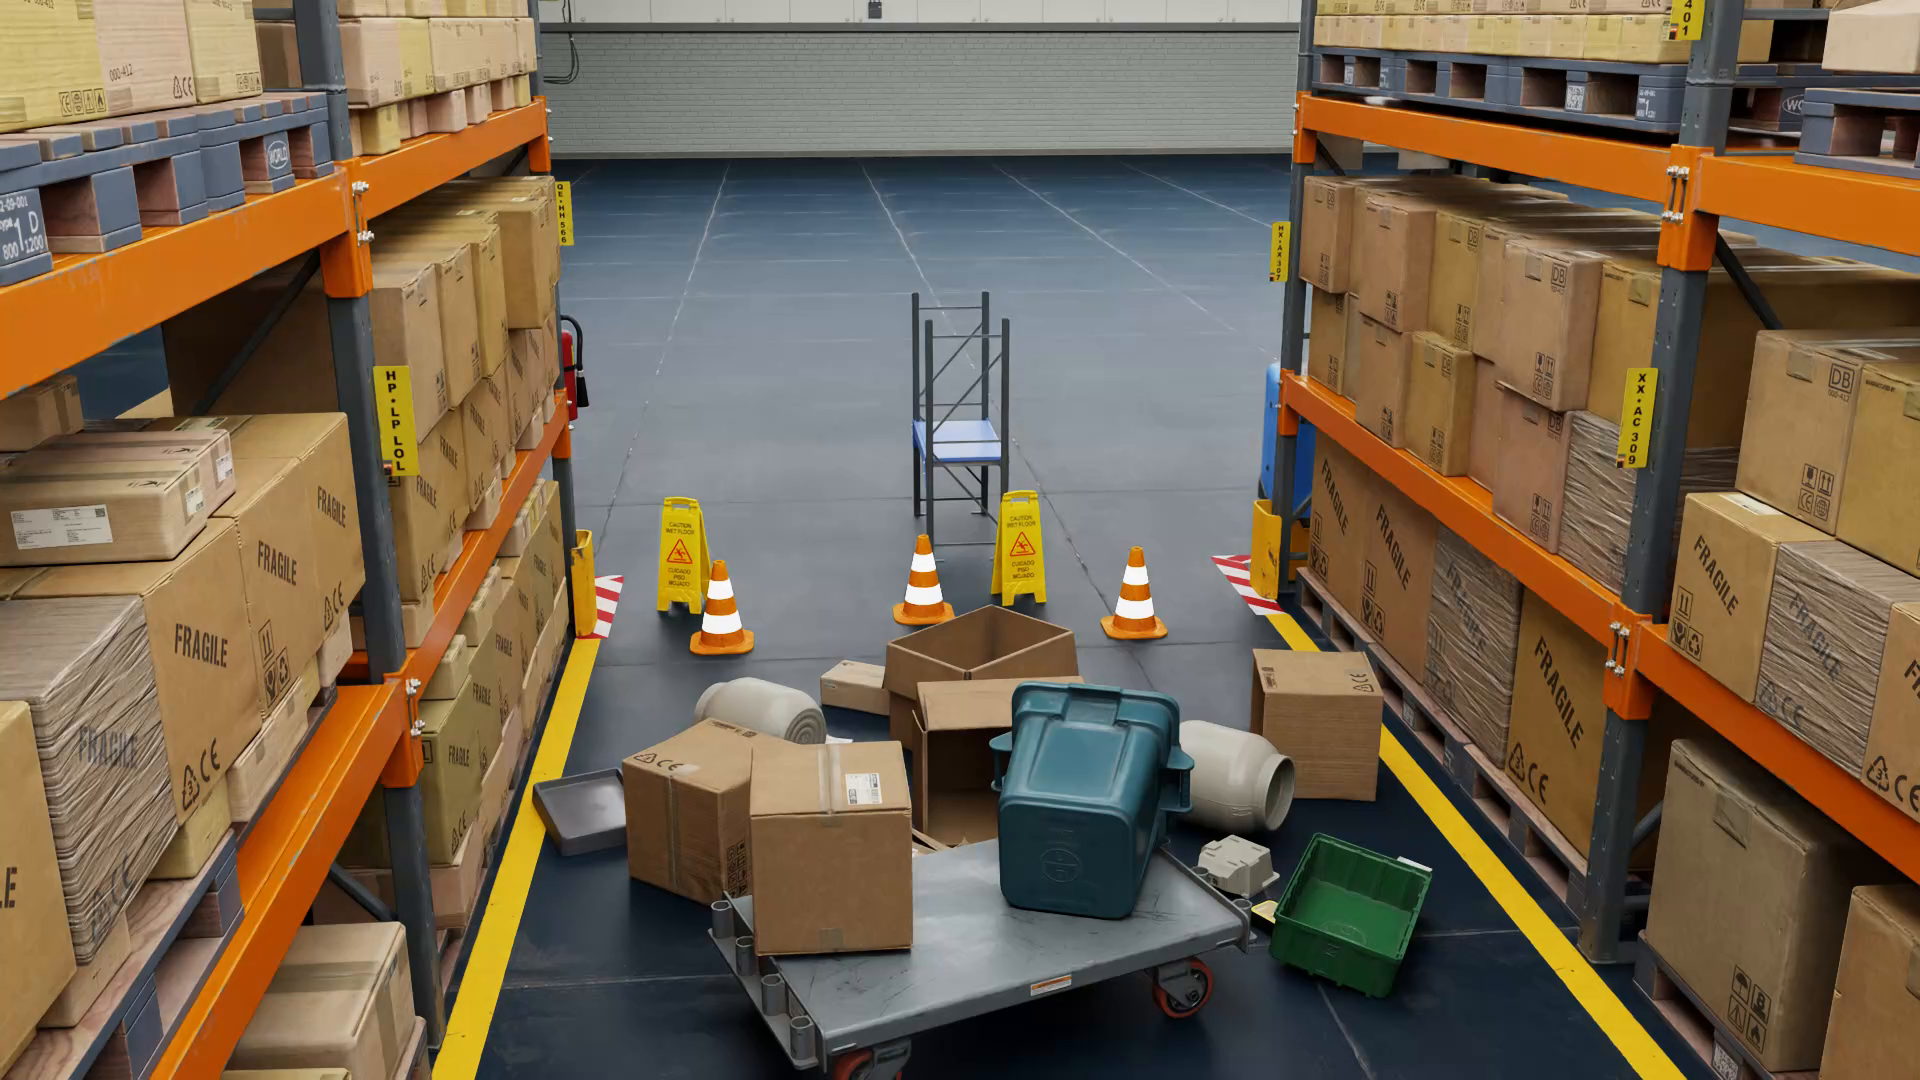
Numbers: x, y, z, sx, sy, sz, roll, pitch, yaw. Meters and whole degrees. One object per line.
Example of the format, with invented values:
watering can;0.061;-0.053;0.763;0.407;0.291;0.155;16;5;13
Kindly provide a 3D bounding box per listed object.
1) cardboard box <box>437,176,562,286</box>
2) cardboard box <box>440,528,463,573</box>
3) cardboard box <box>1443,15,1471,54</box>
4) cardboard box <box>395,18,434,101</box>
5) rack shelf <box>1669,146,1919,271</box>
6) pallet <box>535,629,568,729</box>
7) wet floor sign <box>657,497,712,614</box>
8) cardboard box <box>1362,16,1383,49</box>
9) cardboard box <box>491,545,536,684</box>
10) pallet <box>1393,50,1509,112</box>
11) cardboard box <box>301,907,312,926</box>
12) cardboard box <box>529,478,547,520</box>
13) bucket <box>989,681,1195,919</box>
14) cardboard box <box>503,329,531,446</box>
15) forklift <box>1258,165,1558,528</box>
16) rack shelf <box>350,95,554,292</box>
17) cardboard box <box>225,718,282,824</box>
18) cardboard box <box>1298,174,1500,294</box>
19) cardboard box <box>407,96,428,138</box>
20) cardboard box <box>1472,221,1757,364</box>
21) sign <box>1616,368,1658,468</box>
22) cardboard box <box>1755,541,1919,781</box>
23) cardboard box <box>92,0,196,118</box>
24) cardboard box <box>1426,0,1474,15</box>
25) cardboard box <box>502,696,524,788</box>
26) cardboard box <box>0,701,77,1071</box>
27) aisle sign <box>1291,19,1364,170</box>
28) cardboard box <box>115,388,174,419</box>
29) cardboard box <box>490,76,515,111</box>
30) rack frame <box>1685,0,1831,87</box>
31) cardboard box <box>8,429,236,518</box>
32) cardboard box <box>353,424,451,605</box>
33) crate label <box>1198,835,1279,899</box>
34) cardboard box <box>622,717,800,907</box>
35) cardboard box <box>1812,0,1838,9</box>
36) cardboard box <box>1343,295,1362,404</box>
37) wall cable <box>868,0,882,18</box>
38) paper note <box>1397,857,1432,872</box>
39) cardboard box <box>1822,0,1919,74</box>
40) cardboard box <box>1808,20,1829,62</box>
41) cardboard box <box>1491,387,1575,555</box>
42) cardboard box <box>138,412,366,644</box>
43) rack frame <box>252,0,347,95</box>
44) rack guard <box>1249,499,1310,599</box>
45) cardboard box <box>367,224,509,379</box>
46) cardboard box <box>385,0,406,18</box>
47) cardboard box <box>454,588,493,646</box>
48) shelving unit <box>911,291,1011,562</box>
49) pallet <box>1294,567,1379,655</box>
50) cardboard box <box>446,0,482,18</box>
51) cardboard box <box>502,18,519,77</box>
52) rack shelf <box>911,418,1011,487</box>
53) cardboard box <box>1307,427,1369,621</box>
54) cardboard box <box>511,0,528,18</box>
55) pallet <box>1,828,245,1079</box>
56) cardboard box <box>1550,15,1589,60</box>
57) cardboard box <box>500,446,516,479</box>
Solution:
cardboard box;-2.332;-1.487;8.073;0.700;0.500;0.500;-2;18;-7
cardboard box;-2.029;0.016;6.039;0.380;0.149;0.250;-1;17;-4
cardboard box;2.210;-2.070;6.805;0.380;0.149;0.250;-2;18;-6
cardboard box;-2.025;-1.568;5.411;0.500;0.250;0.500;-2;18;-6
rack shelf;2.930;-0.449;3.293;1.077;0.370;4.000;-2;18;-6
pallet;-2.546;0.630;8.316;1.003;0.211;1.213;-2;18;-6
wet floor sign;-1.558;0.068;9.384;0.267;0.644;0.232;4;18;13
cardboard box;2.106;-2.370;7.762;0.380;0.149;0.250;-2;18;-5
cardboard box;-2.158;0.325;7.273;0.500;0.500;0.500;-2;18;-7
pallet;2.527;-1.953;7.029;1.003;0.211;1.213;-2;18;-6
cardboard box;-2.518;1.170;5.833;0.500;0.250;0.500;-1;17;-3
cardboard box;-2.156;-0.184;7.808;0.380;0.149;0.250;-1;17;-4
bucket;0.416;0.910;5.697;0.726;0.611;0.620;4;28;13
cardboard box;-2.177;-0.704;7.247;0.500;0.500;0.500;-2;18;-6
forklift;3.443;-1.353;10.093;3.031;2.935;1.130;2;17;5
rack shelf;-2.396;-1.458;6.506;1.077;0.370;4.000;-2;18;-6
cardboard box;-1.760;0.521;3.728;0.380;0.149;0.250;-2;18;-5
cardboard box;2.311;-1.624;8.788;0.875;0.550;0.550;-2;18;-6
cardboard box;-2.088;-1.492;5.832;0.380;0.149;0.250;-2;18;-7
cardboard box;2.628;-0.980;6.738;0.875;0.550;0.550;-2;18;-6
sign;2.172;-0.390;5.335;0.100;0.325;0.005;-2;18;-6
cardboard box;2.563;0.311;4.513;0.500;0.500;0.500;-2;18;-5
cardboard box;-1.938;-1.013;3.439;0.500;0.250;0.500;-2;17;-5
cardboard box;2.263;-2.296;6.859;0.500;0.250;0.500;-2;18;-6
cardboard box;-2.106;0.837;6.893;0.500;0.250;0.500;-2;18;-6
cardboard box;-1.716;0.574;2.478;0.500;0.500;0.500;-1;17;-5
aisle sign;2.005;-2.401;8.977;0.394;0.787;0.004;-2;18;-6
cardboard box;-2.543;-0.241;5.775;0.500;0.500;0.500;-1;17;-4
cardboard box;-2.235;-2.026;7.534;0.380;0.149;0.250;-1;17;-4
rack frame;2.724;-2.819;4.634;1.000;3.000;0.127;-2;18;-6
cardboard box;-1.833;-0.138;3.661;0.380;0.149;0.250;-2;18;-7
cardboard box;-1.958;-0.103;5.335;0.500;0.500;0.500;-2;18;-6
crate label;1.061;1.259;6.438;0.250;0.136;0.298;16;24;42
cardboard box;-0.947;1.056;6.474;0.500;0.500;0.500;11;21;32
cardboard box;2.952;-1.861;5.475;0.500;0.250;0.500;-2;18;-5
cardboard box;2.473;-0.948;8.438;0.875;0.550;0.550;-2;18;-6
wall cable;-1.002;-15.206;38.411;2.305;6.003;0.169;-2;18;-6
paper note;1.753;1.287;6.526;0.142;0.020;0.147;16;24;42
cardboard box;2.537;-1.385;4.428;0.258;0.266;0.396;-2;18;-7
cardboard box;3.024;-1.635;5.422;0.380;0.149;0.250;-2;18;-7
cardboard box;2.594;-0.301;6.379;0.875;0.550;0.550;-2;18;-6
cardboard box;-1.914;-0.033;4.411;0.500;0.500;0.500;-2;18;-7
rack frame;-2.190;-2.636;4.051;1.000;3.000;0.127;-2;18;-6
rack guard;2.308;0.037;9.726;1.175;0.500;0.348;-2;18;-6
cardboard box;-2.075;-0.882;6.145;0.700;0.500;0.500;-2;18;-7
cardboard box;-1.972;-1.725;5.245;0.380;0.149;0.250;-2;18;-7
cardboard box;-1.990;0.294;6.287;0.380;0.149;0.250;-1;17;-4
shelving unit;-0.009;-0.741;10.533;0.538;1.500;1.048;-2;18;-6
pallet;2.471;0.418;8.995;1.003;0.211;1.213;-2;18;-6
cardboard box;-2.082;-2.110;6.470;0.380;0.149;0.250;-1;17;-4
cardboard box;-2.244;-2.173;7.336;0.500;0.250;0.500;-2;18;-6
rack shelf;-0.009;-0.569;10.587;0.538;0.185;1.000;-2;18;-6
cardboard box;2.447;-0.135;8.947;0.875;0.875;0.875;-2;18;-5
cardboard box;-2.274;-2.566;7.922;0.380;0.149;0.250;-2;18;-5
pallet;-2.022;0.921;3.057;1.003;0.211;1.213;-2;18;-6
cardboard box;2.314;-1.767;5.841;0.380;0.149;0.250;-2;17;-5
cardboard box;-2.149;-0.362;7.242;0.380;0.149;0.250;-2;18;-6
